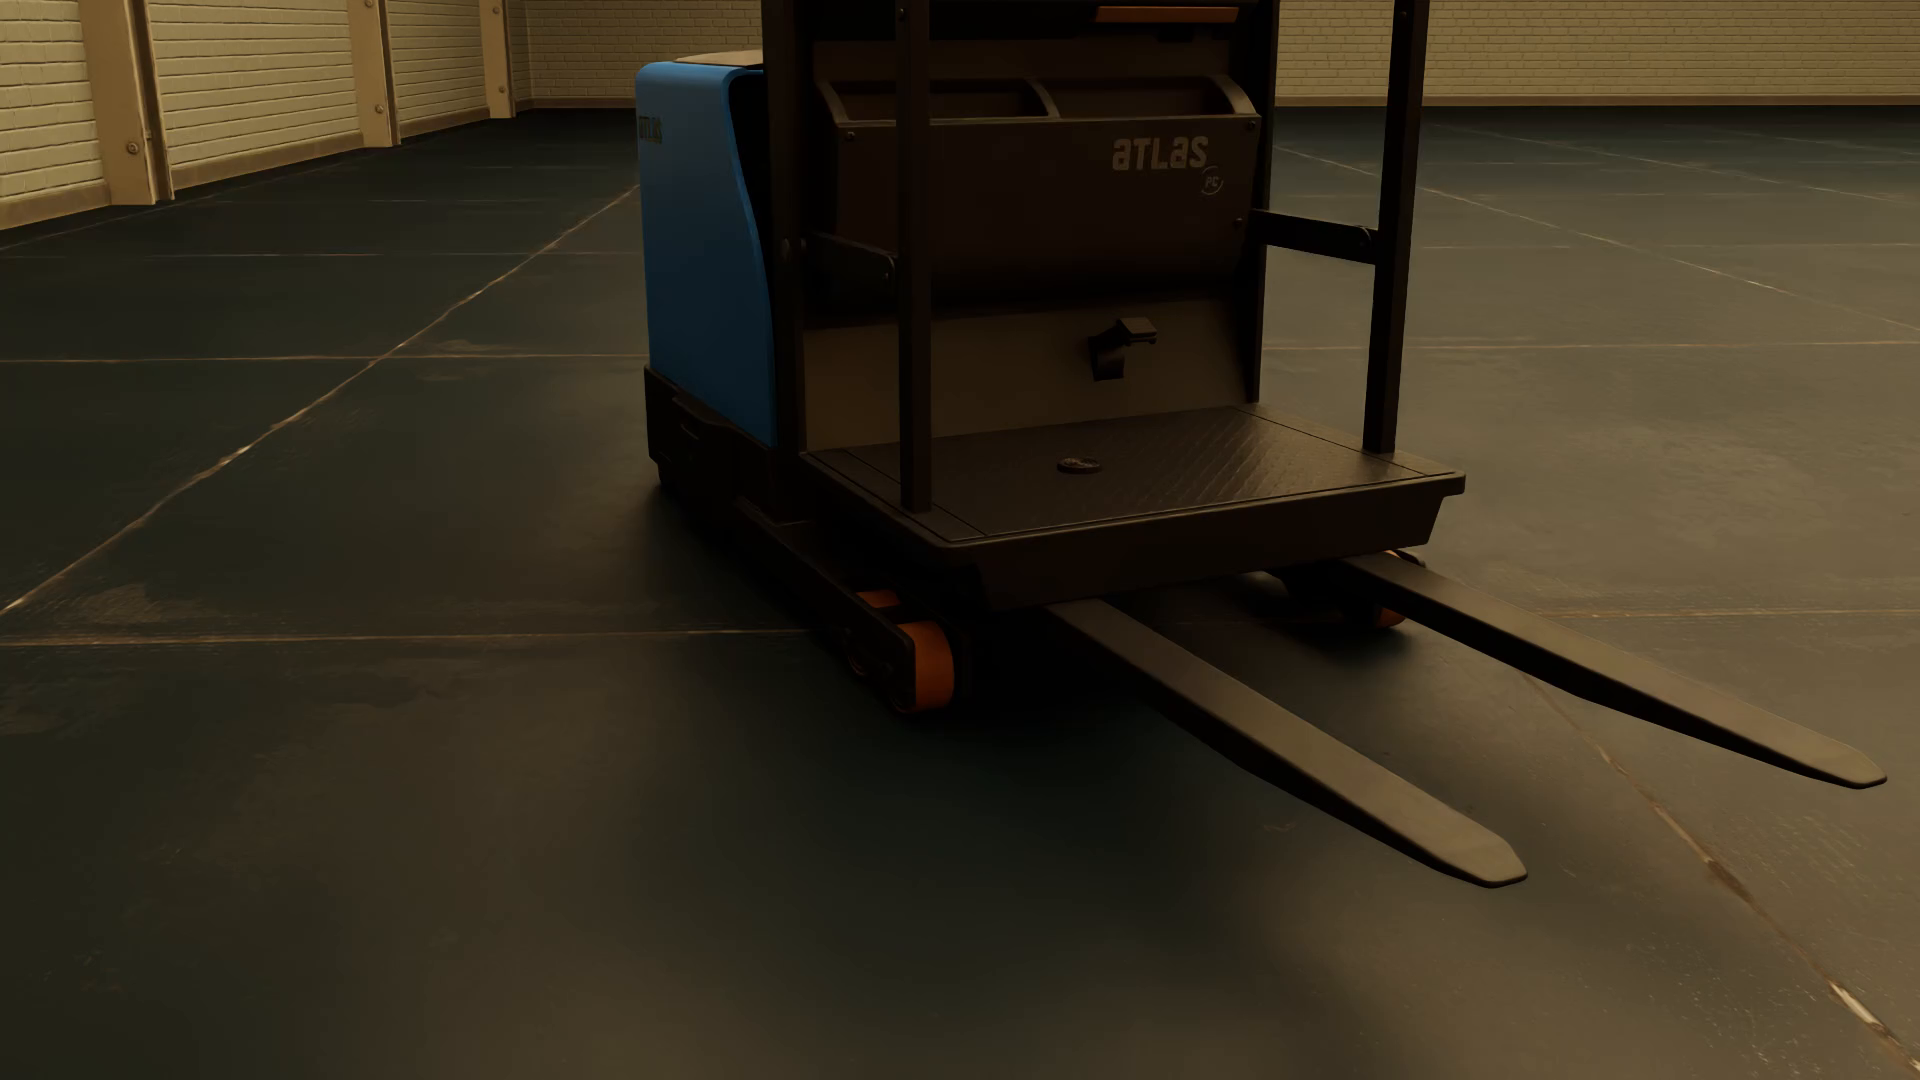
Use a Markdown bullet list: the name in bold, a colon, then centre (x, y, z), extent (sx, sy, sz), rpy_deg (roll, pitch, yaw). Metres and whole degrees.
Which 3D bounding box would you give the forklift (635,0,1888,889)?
- **forklift**: centre (0.258, -1.240, 2.962), extent (1.130, 2.935, 3.031), rpy_deg (-8, 19, -24)
